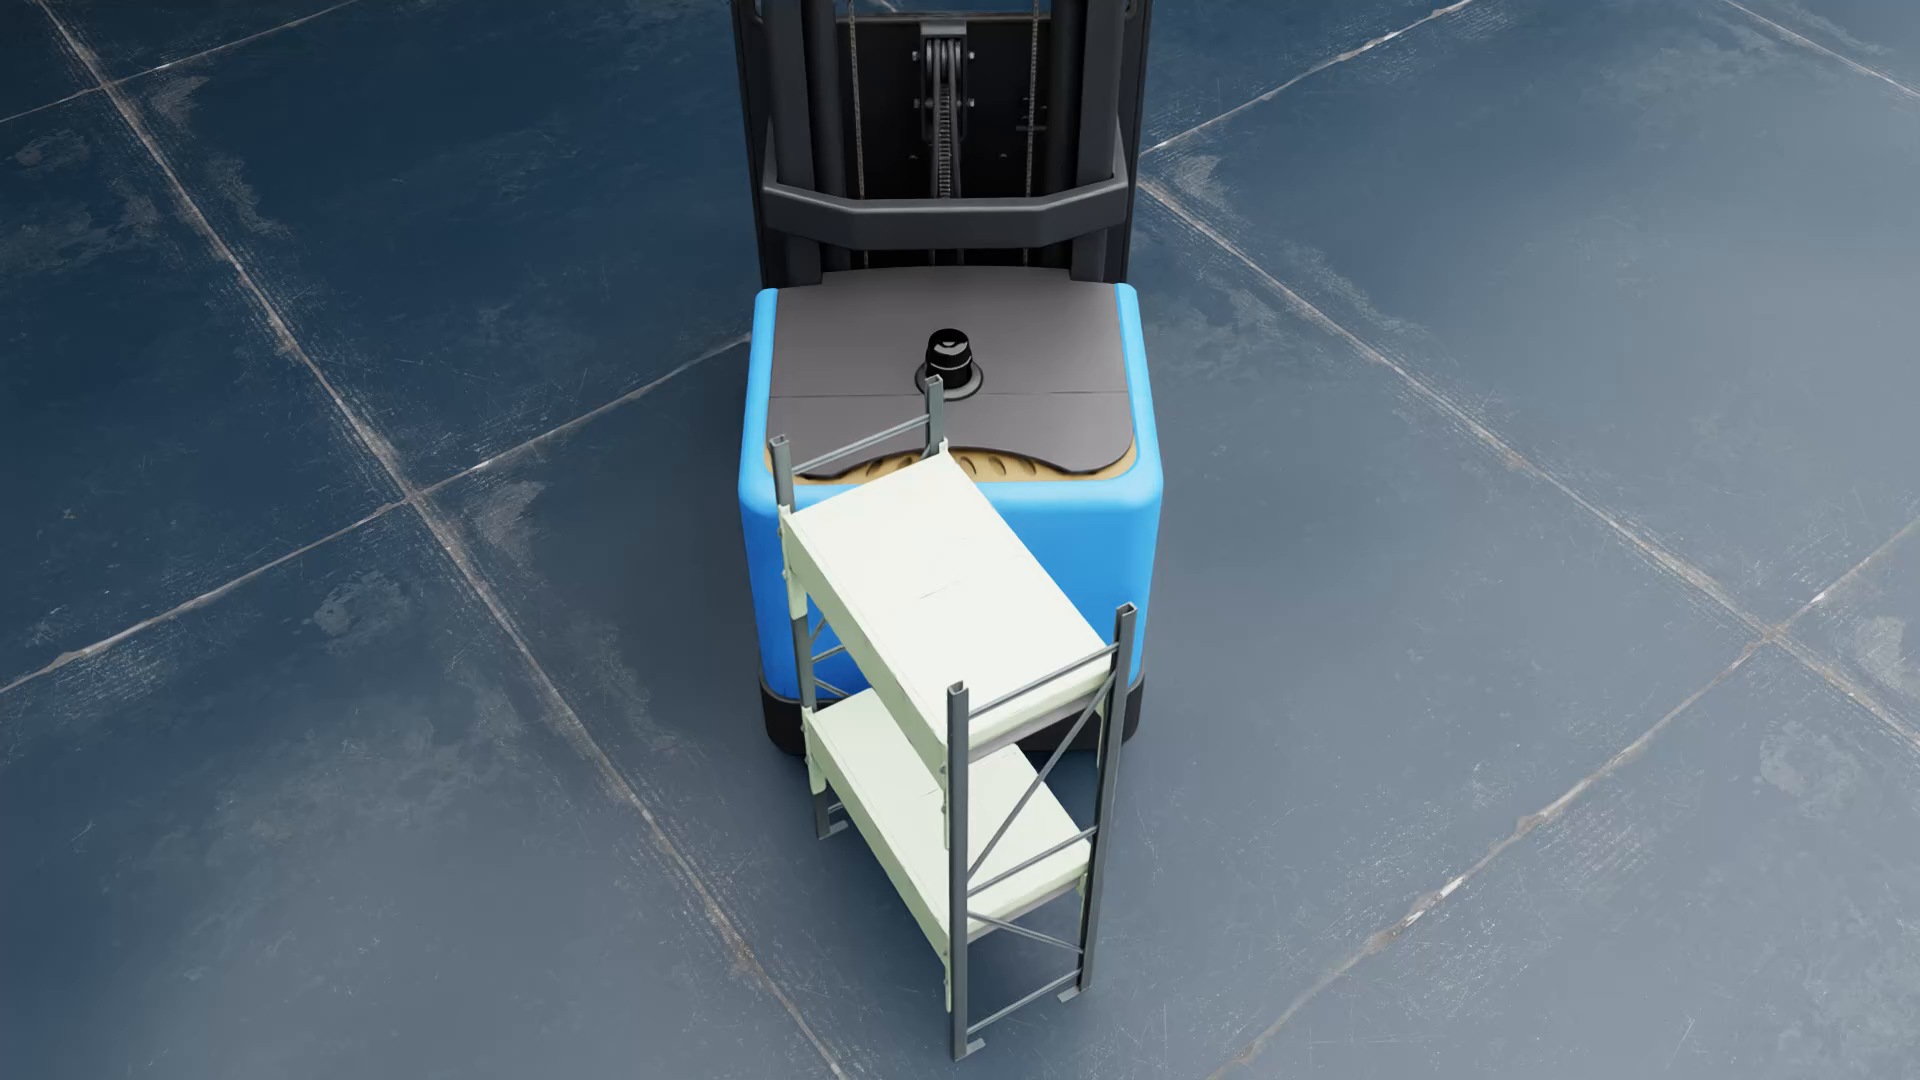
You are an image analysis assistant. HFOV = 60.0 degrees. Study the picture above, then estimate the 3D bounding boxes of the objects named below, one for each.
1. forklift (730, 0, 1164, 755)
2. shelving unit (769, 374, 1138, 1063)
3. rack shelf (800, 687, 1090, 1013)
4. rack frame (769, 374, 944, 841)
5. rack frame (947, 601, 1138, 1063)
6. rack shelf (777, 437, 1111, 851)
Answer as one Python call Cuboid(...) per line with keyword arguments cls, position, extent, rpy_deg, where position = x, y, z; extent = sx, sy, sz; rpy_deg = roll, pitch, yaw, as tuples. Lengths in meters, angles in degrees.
Cuboid(cls="forklift", position=(-0.053, -1.469, 4.604), extent=(1.130, 2.935, 3.031), rpy_deg=(-1, 48, -1))
Cuboid(cls="shelving unit", position=(-0.030, 0.466, 3.816), extent=(0.431, 1.500, 0.755), rpy_deg=(-23, 52, -20))
Cuboid(cls="rack shelf", position=(-0.030, 0.685, 4.057), extent=(0.431, 0.370, 0.720), rpy_deg=(-23, 52, -20))
Cuboid(cls="rack frame", position=(-0.214, 0.231, 4.028), extent=(0.400, 1.500, 0.023), rpy_deg=(-23, 52, -20))
Cuboid(cls="rack frame", position=(0.154, 0.700, 3.603), extent=(0.400, 1.500, 0.023), rpy_deg=(-23, 52, -20))
Cuboid(cls="rack shelf", position=(-0.030, 0.203, 3.526), extent=(0.431, 0.370, 0.720), rpy_deg=(-23, 52, -20))
